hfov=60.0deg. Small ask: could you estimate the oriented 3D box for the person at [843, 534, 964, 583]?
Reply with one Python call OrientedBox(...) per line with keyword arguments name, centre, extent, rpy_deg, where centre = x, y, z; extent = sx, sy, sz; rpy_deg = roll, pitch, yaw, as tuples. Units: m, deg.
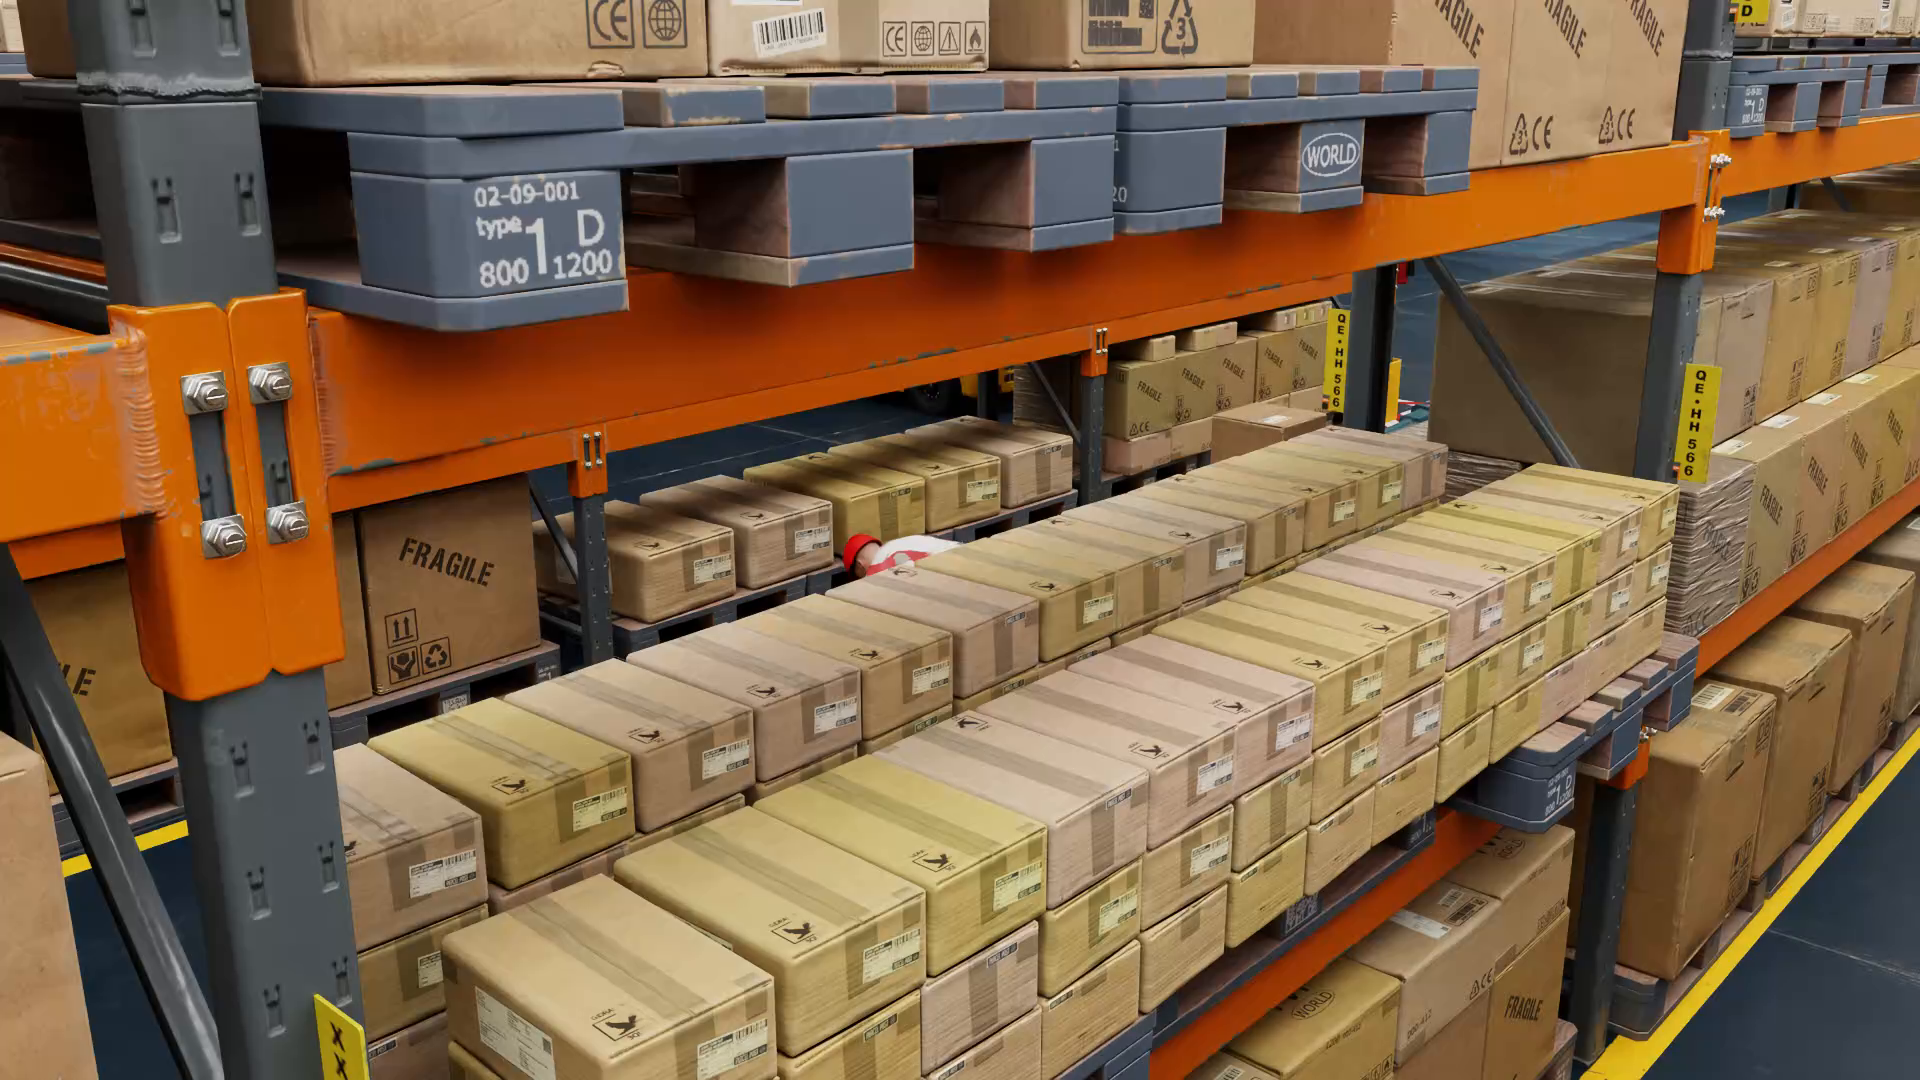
OrientedBox(name="person", centre=(-0.193, 0.387, 7.988), extent=(0.966, 0.817, 0.516), rpy_deg=(14, 21, 38))
